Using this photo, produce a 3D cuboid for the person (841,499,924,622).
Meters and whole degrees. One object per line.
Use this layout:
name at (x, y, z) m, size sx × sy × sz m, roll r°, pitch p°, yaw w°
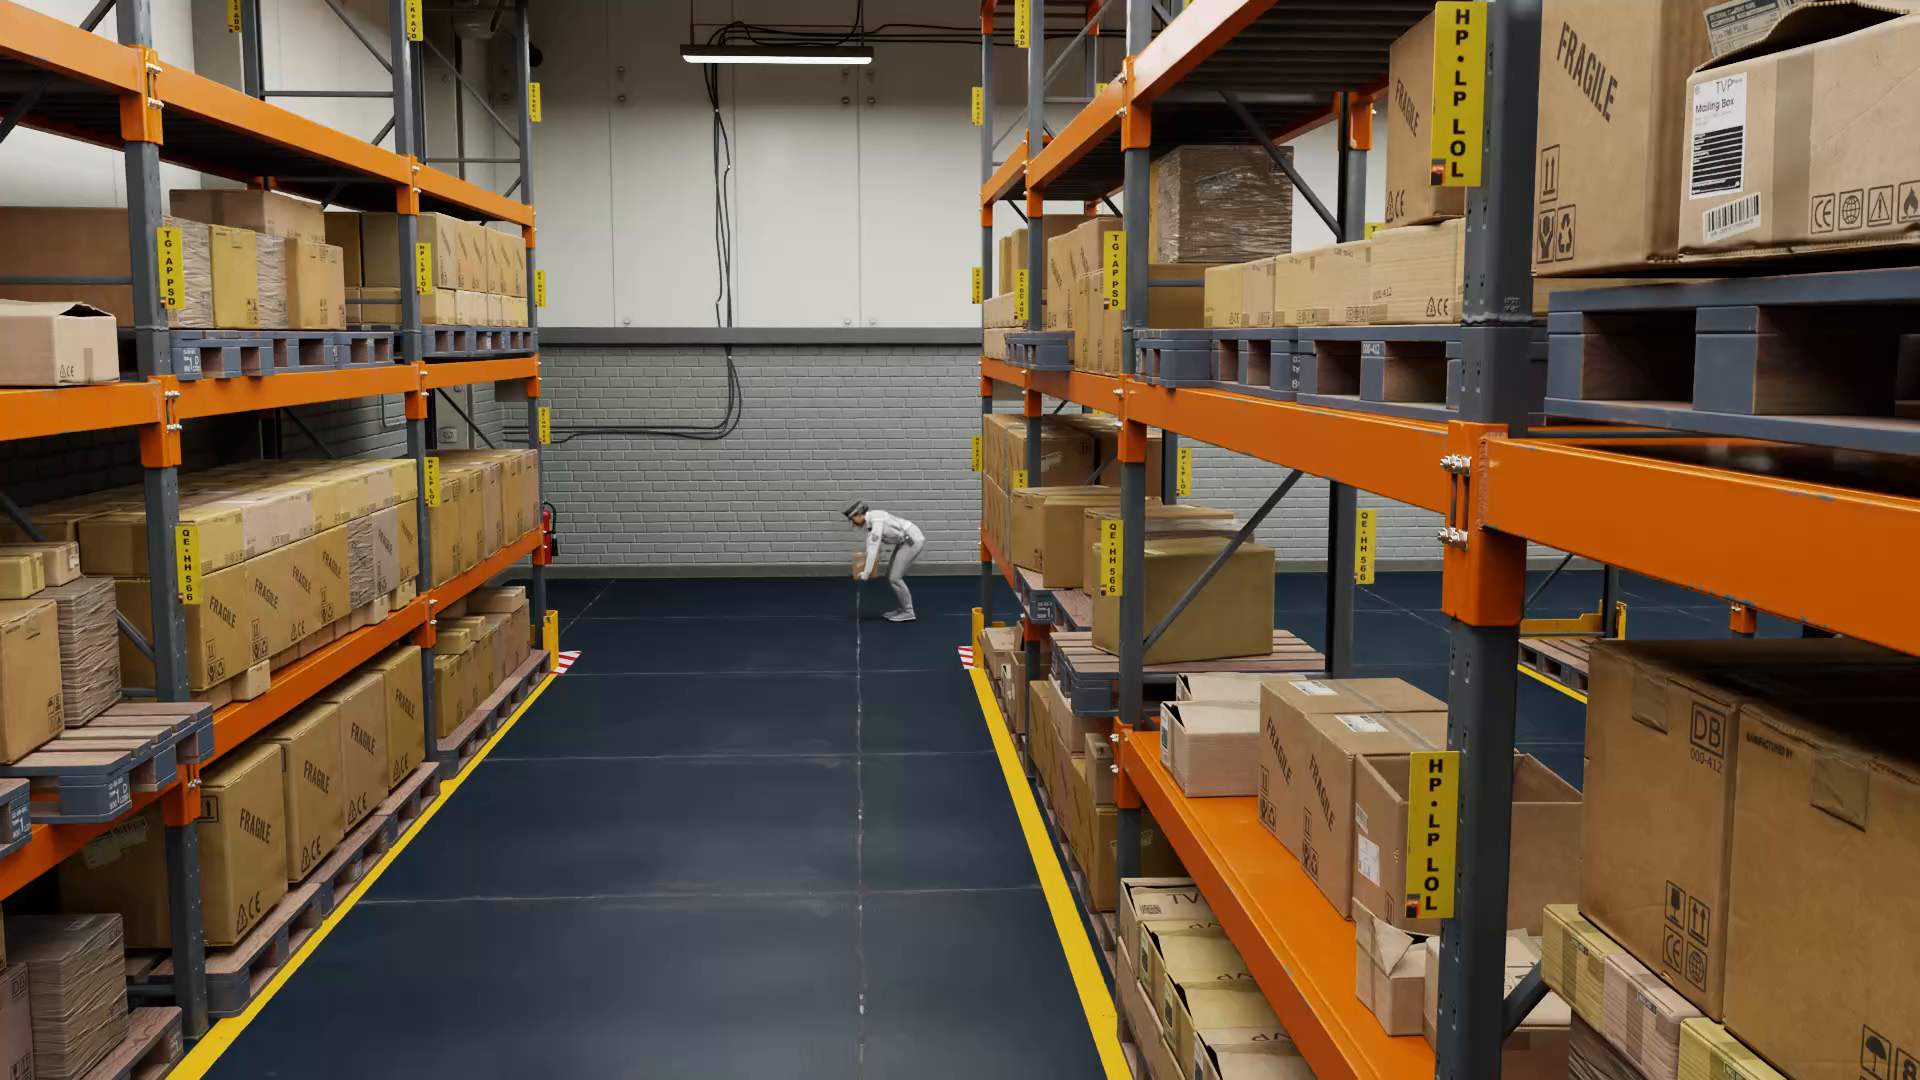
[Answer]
person at (-0.814, 0.207, 17.599) m, size 0.879 × 1.295 × 0.411 m, roll -1°, pitch 7°, yaw -6°
